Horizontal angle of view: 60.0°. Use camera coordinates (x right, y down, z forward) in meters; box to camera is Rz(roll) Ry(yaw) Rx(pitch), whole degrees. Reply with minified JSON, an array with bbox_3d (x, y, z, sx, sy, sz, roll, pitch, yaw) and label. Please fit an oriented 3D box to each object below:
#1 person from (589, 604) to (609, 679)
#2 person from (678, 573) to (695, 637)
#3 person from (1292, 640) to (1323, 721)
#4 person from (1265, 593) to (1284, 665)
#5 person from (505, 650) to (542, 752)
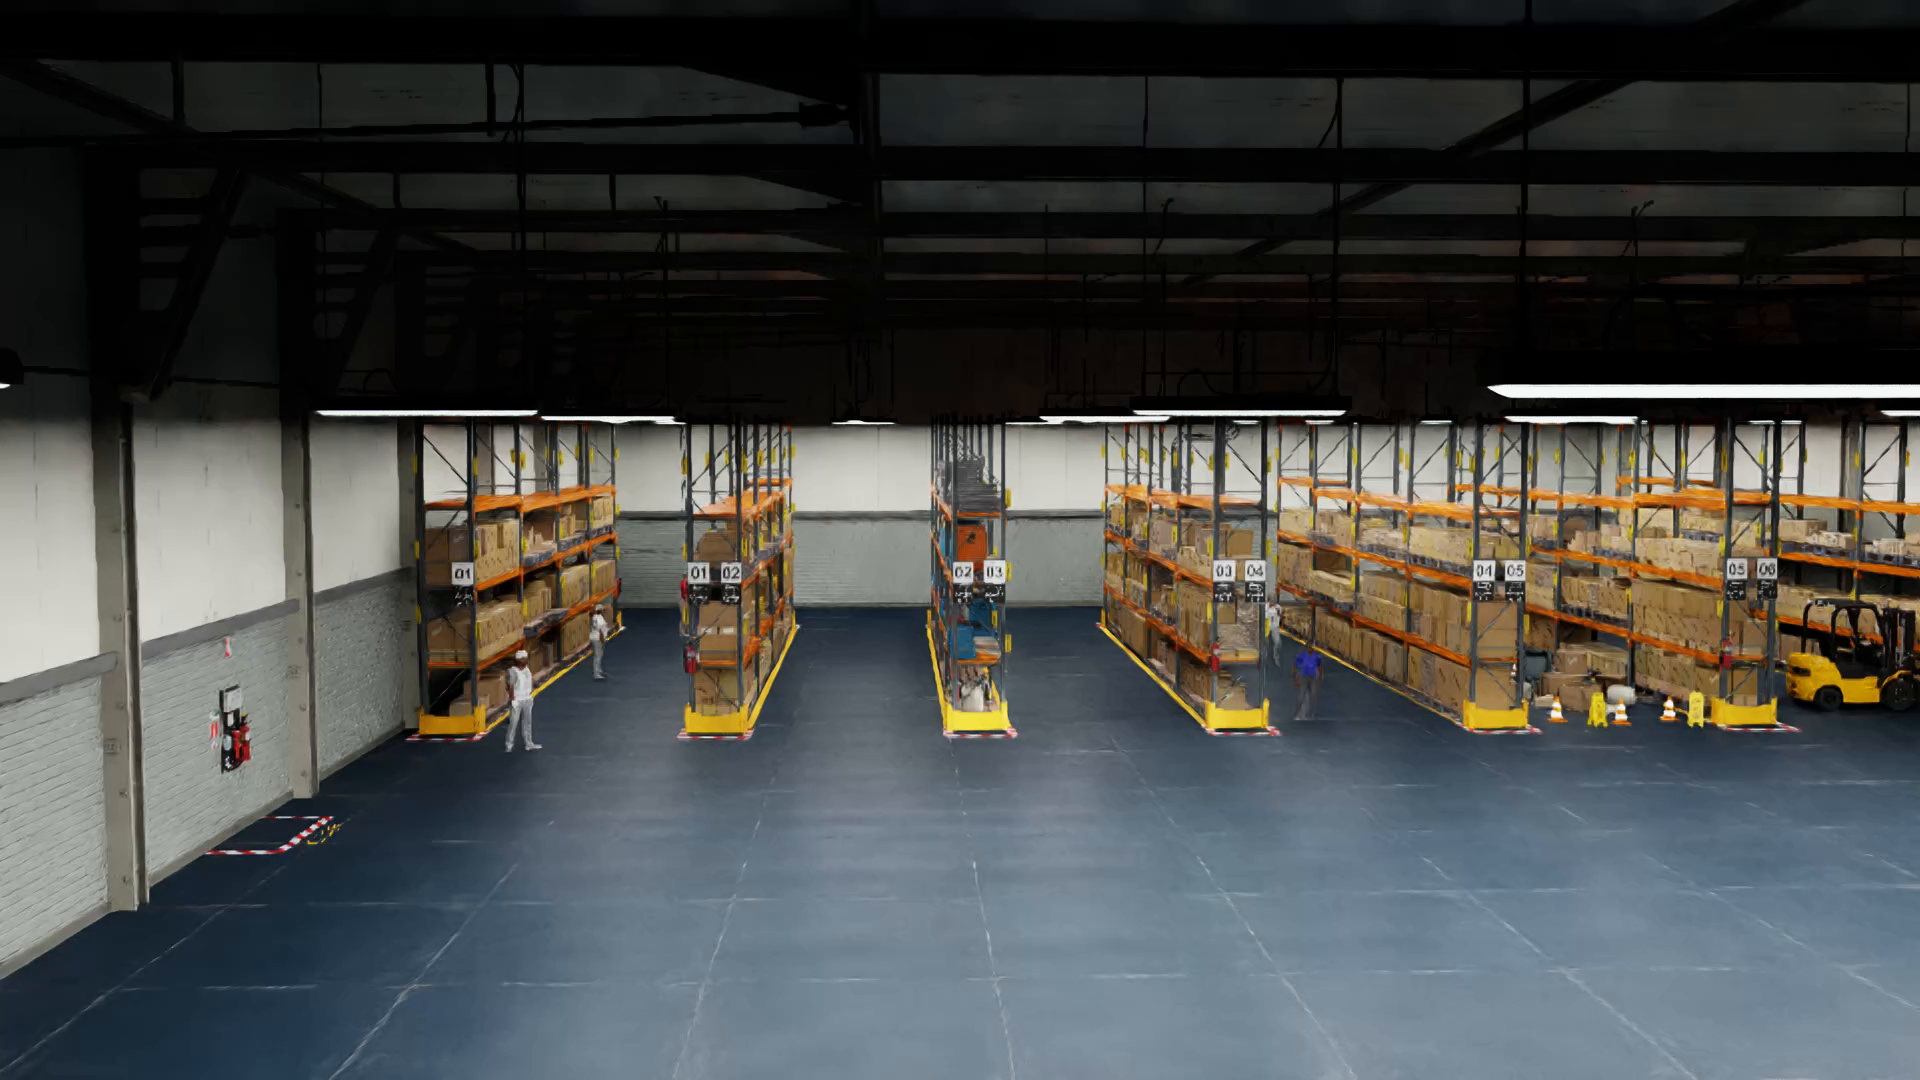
[{"bbox_3d":[-8.202,2.301,37.893,0.463,1.673,0.577,-2,4,-26],"label":"person"},{"bbox_3d":[-7.453,1.755,45.421,0.480,1.737,0.622,-1,4,-18],"label":"person"},{"bbox_3d":[6.747,2.730,32.313,0.593,1.603,0.515,0,4,-6],"label":"person"},{"bbox_3d":[7.544,2.131,40.341,0.686,1.704,0.867,0,4,3],"label":"person"},{"bbox_3d":[-7.746,2.829,29.308,0.478,1.788,0.645,2,4,24],"label":"person"}]
